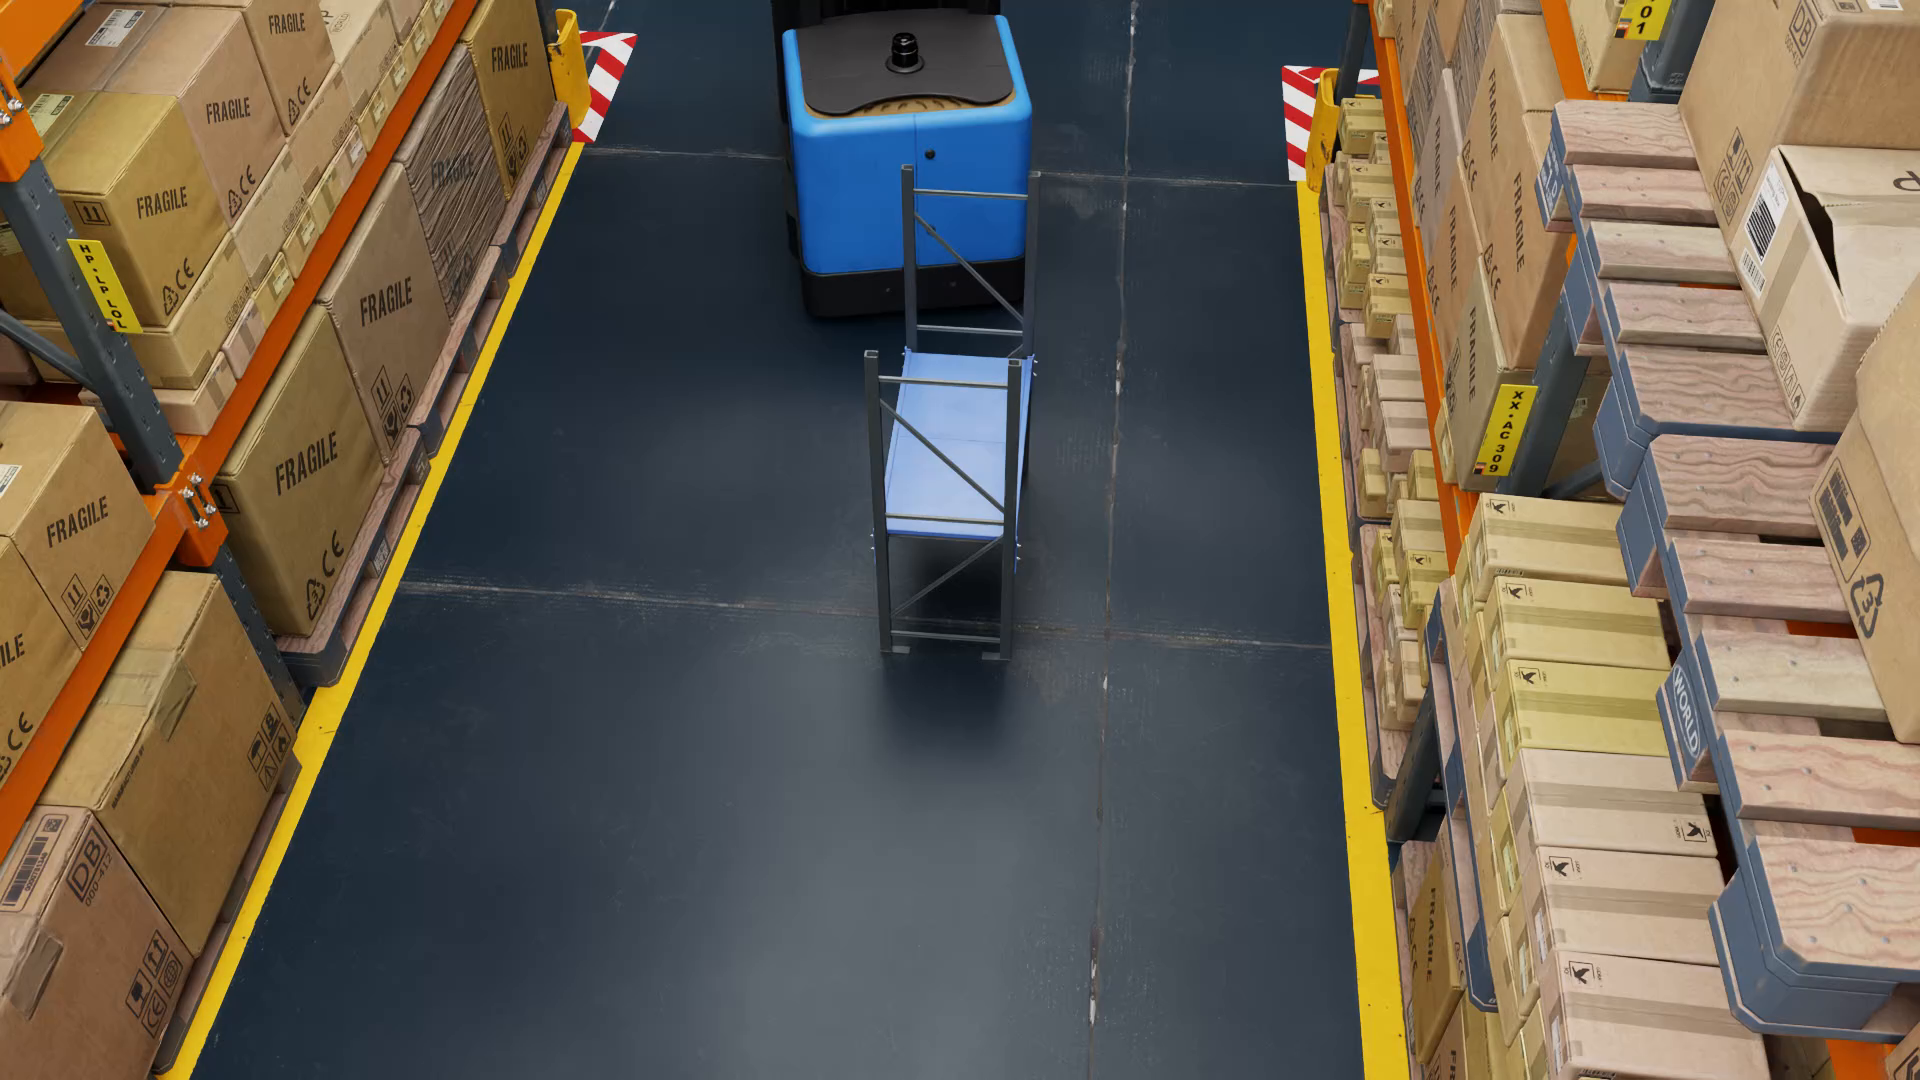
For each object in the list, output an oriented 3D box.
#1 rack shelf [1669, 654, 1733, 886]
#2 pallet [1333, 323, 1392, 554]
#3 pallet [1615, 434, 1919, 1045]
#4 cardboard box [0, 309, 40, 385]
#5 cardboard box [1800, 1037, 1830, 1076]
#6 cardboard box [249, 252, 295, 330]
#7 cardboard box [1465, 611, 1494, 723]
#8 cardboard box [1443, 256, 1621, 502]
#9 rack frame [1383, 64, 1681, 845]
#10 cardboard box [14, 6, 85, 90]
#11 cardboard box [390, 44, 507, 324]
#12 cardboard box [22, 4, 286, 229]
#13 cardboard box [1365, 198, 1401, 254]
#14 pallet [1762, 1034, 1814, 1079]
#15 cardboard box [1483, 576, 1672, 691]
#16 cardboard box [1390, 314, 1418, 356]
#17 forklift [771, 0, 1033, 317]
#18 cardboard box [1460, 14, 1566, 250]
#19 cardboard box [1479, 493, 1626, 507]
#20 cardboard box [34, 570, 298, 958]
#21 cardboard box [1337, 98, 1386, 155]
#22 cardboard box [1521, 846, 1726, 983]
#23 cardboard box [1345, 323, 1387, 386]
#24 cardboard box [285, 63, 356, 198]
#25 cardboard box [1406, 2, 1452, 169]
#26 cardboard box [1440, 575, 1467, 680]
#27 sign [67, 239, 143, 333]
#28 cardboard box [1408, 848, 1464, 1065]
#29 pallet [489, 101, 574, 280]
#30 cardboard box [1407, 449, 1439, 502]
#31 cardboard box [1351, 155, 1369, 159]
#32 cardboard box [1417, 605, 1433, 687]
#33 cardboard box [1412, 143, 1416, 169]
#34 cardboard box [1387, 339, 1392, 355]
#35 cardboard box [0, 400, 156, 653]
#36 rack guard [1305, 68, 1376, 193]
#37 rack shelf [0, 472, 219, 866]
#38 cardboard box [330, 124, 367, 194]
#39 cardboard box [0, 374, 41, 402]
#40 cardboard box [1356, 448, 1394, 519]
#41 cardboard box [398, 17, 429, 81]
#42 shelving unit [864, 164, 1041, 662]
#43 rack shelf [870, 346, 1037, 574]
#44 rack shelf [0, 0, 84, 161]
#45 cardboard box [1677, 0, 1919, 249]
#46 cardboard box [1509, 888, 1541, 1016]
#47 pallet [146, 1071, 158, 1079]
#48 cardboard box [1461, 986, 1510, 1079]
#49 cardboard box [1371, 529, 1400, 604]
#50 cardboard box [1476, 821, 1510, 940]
[{"bbox_3d":[1.810,1.747,3.633,1.077,0.370,4.000,4,48,4],"label":"rack shelf"},{"bbox_3d":[2.127,-0.419,7.016,1.003,0.211,1.213,4,48,4],"label":"pallet"},{"bbox_3d":[1.739,0.294,2.569,1.213,0.211,1.003,4,48,4],"label":"pallet"},{"bbox_3d":[-3.159,-0.765,5.343,0.500,0.250,0.500,3,48,3],"label":"cardboard box"},{"bbox_3d":[2.063,1.045,3.673,0.380,0.149,0.250,2,48,2],"label":"cardboard box"},{"bbox_3d":[-2.532,-0.870,5.709,0.380,0.149,0.250,5,48,5],"label":"cardboard box"},{"bbox_3d":[1.477,0.326,4.129,0.380,0.149,0.250,3,48,3],"label":"cardboard box"},{"bbox_3d":[1.755,-0.474,4.908,0.500,0.500,0.500,4,48,4],"label":"cardboard box"},{"bbox_3d":[1.992,0.034,4.712,1.000,3.000,0.127,4,48,4],"label":"rack frame"},{"bbox_3d":[-3.112,-1.400,5.416,0.500,0.500,0.500,4,48,4],"label":"cardboard box"},{"bbox_3d":[-2.635,-1.593,7.356,0.875,0.875,0.875,4,48,4],"label":"cardboard box"},{"bbox_3d":[-2.587,-1.372,5.390,0.500,0.500,0.500,4,48,4],"label":"cardboard box"},{"bbox_3d":[1.975,-1.348,7.220,0.380,0.149,0.250,2,48,2],"label":"cardboard box"},{"bbox_3d":[1.767,1.581,3.427,1.003,0.211,1.213,4,48,4],"label":"pallet"},{"bbox_3d":[1.479,0.240,4.006,0.380,0.149,0.250,5,48,5],"label":"cardboard box"},{"bbox_3d":[1.943,-0.764,6.686,0.380,0.149,0.250,4,48,4],"label":"cardboard box"},{"bbox_3d":[-0.384,-3.108,7.632,1.130,2.935,3.031,-6,48,-5],"label":"forklift"},{"bbox_3d":[1.808,-1.181,4.876,0.500,0.500,0.500,3,48,2],"label":"cardboard box"},{"bbox_3d":[1.785,-0.107,5.011,0.380,0.149,0.250,3,48,3],"label":"cardboard box"},{"bbox_3d":[-2.976,0.673,5.282,1.225,0.875,0.875,4,48,4],"label":"cardboard box"},{"bbox_3d":[1.971,-1.923,7.746,0.380,0.149,0.250,2,48,2],"label":"cardboard box"},{"bbox_3d":[1.405,0.800,3.494,0.380,0.149,0.250,4,48,3],"label":"cardboard box"},{"bbox_3d":[1.862,-0.789,7.112,0.380,0.149,0.250,2,48,2],"label":"cardboard box"},{"bbox_3d":[-2.542,-1.497,6.012,0.500,0.250,0.500,5,48,4],"label":"cardboard box"},{"bbox_3d":[1.920,-1.599,5.936,0.500,0.500,0.500,3,48,3],"label":"cardboard box"},{"bbox_3d":[1.498,0.236,4.413,0.380,0.149,0.250,2,48,2],"label":"cardboard box"},{"bbox_3d":[-2.397,-0.708,4.660,0.100,0.325,0.005,4,48,4],"label":"sign"},{"bbox_3d":[1.661,1.261,4.999,0.500,0.500,0.500,6,48,5],"label":"cardboard box"},{"bbox_3d":[-2.568,-1.779,8.260,1.003,0.211,1.213,4,48,4],"label":"pallet"},{"bbox_3d":[1.866,-0.184,6.156,0.380,0.149,0.250,5,48,5],"label":"cardboard box"},{"bbox_3d":[2.053,-1.817,7.851,0.380,0.149,0.250,6,48,5],"label":"cardboard box"},{"bbox_3d":[1.765,0.375,5.644,0.380,0.149,0.250,5,48,5],"label":"cardboard box"},{"bbox_3d":[1.909,-1.454,6.244,0.380,0.149,0.250,5,48,5],"label":"cardboard box"},{"bbox_3d":[1.994,-0.849,6.966,0.380,0.149,0.250,6,48,6],"label":"cardboard box"},{"bbox_3d":[-2.709,-0.045,4.717,0.500,0.500,0.500,4,48,4],"label":"cardboard box"},{"bbox_3d":[2.350,-2.006,8.271,1.175,0.500,0.348,4,48,4],"label":"rack guard"},{"bbox_3d":[-3.120,1.339,4.006,1.077,0.370,4.000,4,48,4],"label":"rack shelf"},{"bbox_3d":[-2.462,-1.436,6.227,0.380,0.149,0.250,4,48,4],"label":"cardboard box"},{"bbox_3d":[-3.236,-0.535,5.403,0.380,0.149,0.250,4,48,4],"label":"cardboard box"},{"bbox_3d":[1.783,-0.217,6.589,0.380,0.149,0.250,4,48,3],"label":"cardboard box"},{"bbox_3d":[-2.393,-2.003,6.745,0.380,0.149,0.250,4,48,4],"label":"cardboard box"},{"bbox_3d":[-0.008,-0.443,6.165,0.538,1.500,1.048,4,48,4],"label":"shelving unit"},{"bbox_3d":[-0.008,-0.322,6.298,0.538,0.185,1.000,4,48,4],"label":"rack shelf"},{"bbox_3d":[-2.756,-2.613,5.588,1.077,0.370,4.000,4,48,4],"label":"rack shelf"},{"bbox_3d":[1.848,-0.882,3.165,0.700,0.500,0.500,4,48,4],"label":"cardboard box"},{"bbox_3d":[1.408,0.905,3.599,0.380,0.149,0.250,6,48,5],"label":"cardboard box"},{"bbox_3d":[-3.042,2.039,4.768,1.003,0.211,1.213,4,48,4],"label":"pallet"},{"bbox_3d":[1.616,1.400,4.364,0.500,0.250,0.500,5,48,5],"label":"cardboard box"},{"bbox_3d":[1.724,0.104,6.094,0.380,0.149,0.250,2,48,2],"label":"cardboard box"},{"bbox_3d":[1.428,0.808,3.890,0.380,0.149,0.250,4,48,4],"label":"cardboard box"}]
